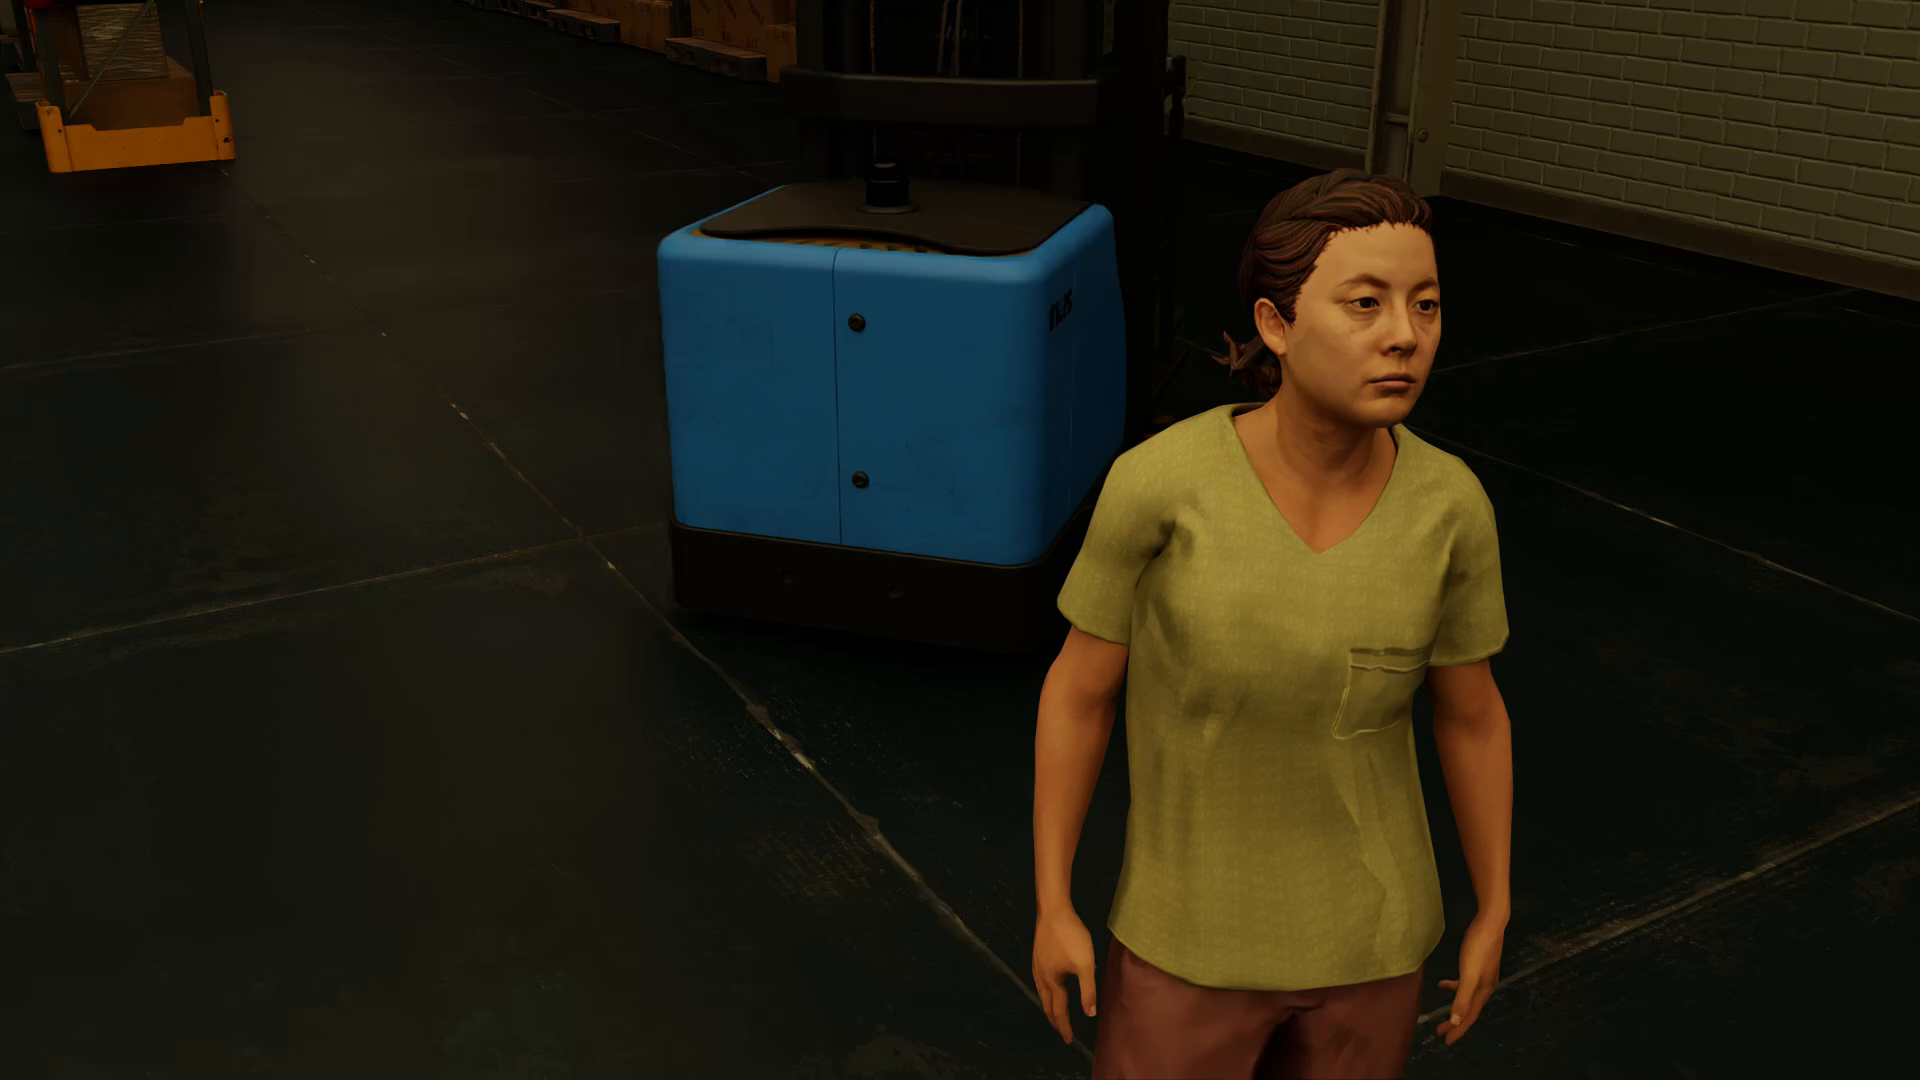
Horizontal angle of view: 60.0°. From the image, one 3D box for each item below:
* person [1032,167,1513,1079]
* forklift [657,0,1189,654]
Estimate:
[{"bbox_3d":[0.340,0.468,1.769,0.553,1.674,0.549,-2,22,-4],"label":"person"},{"bbox_3d":[0.149,-1.596,5.164,1.130,2.935,3.031,7,23,16],"label":"forklift"}]
